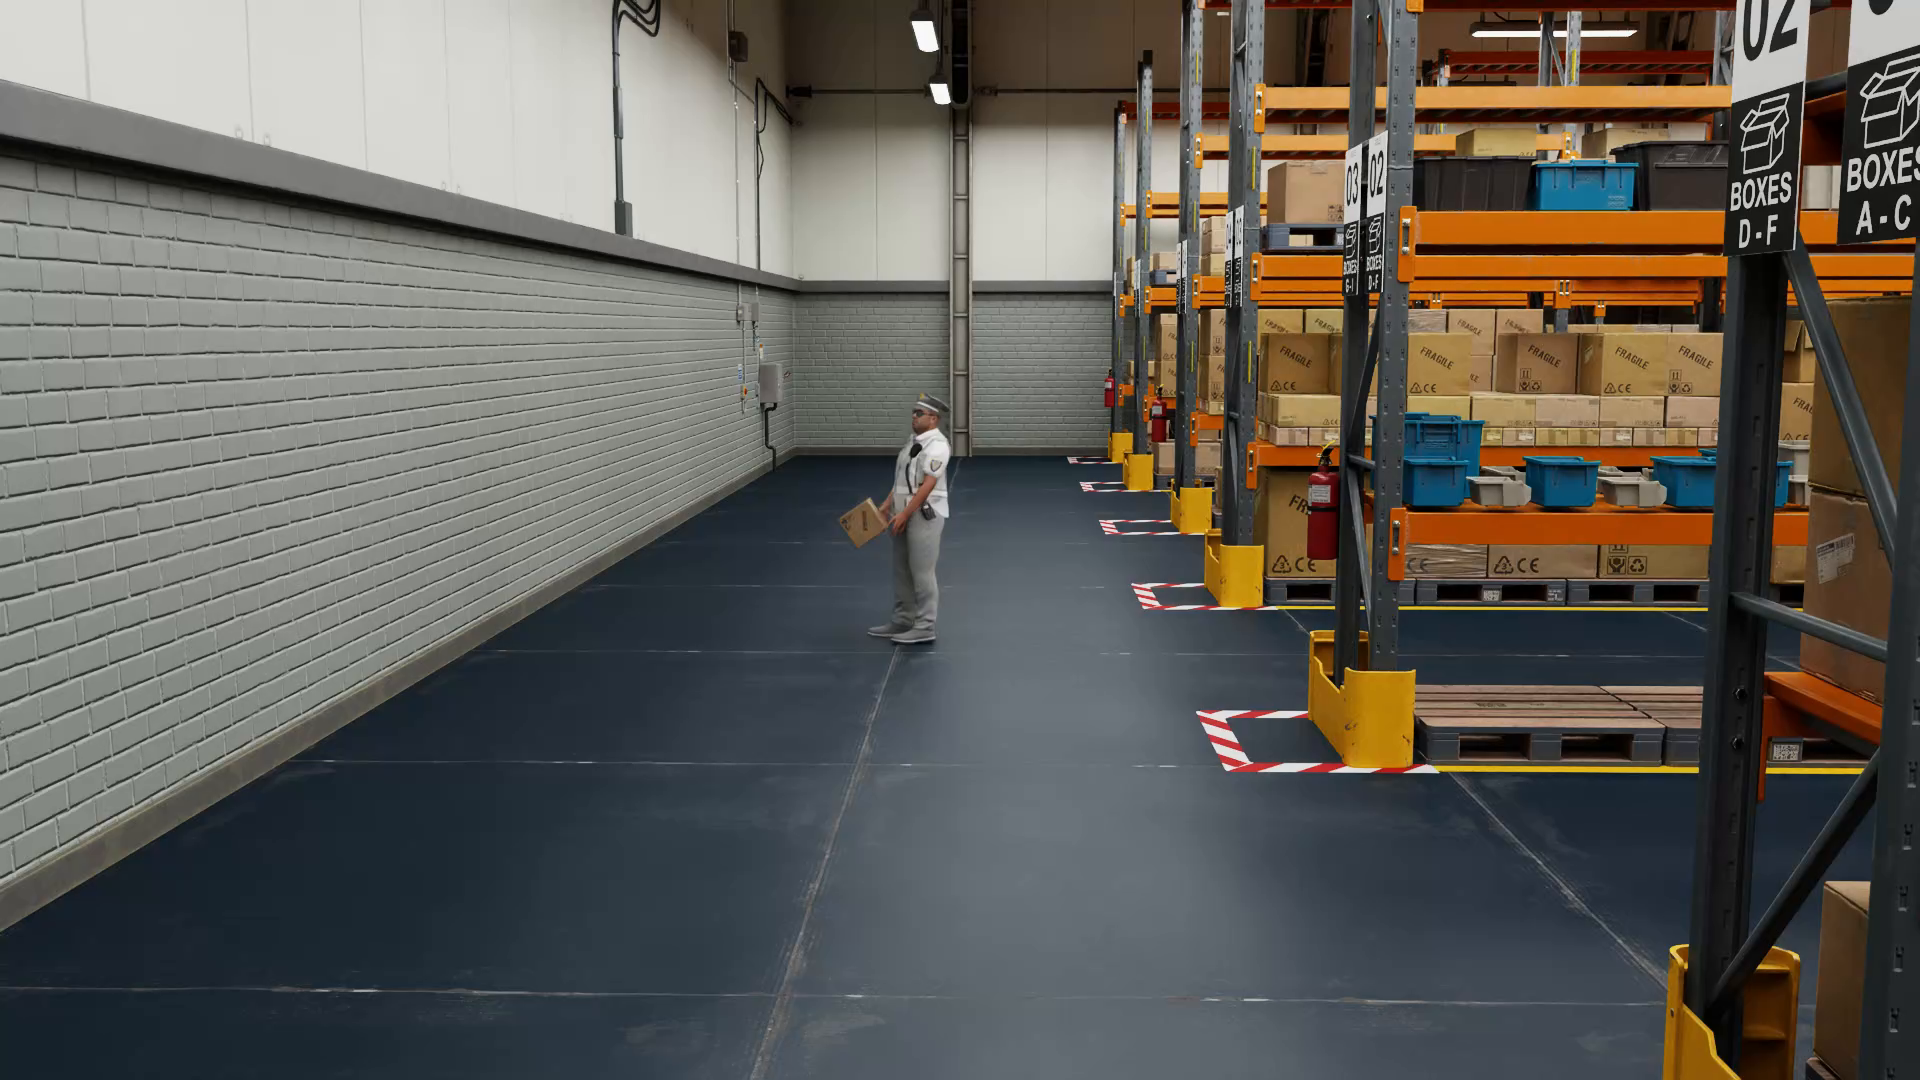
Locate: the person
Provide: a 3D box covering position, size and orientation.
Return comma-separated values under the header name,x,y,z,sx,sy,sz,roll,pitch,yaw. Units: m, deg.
name,x,y,z,sx,sy,sz,roll,pitch,yaw
person,-0.347,-0.166,11.880,0.508,1.786,0.591,-3,8,-23
